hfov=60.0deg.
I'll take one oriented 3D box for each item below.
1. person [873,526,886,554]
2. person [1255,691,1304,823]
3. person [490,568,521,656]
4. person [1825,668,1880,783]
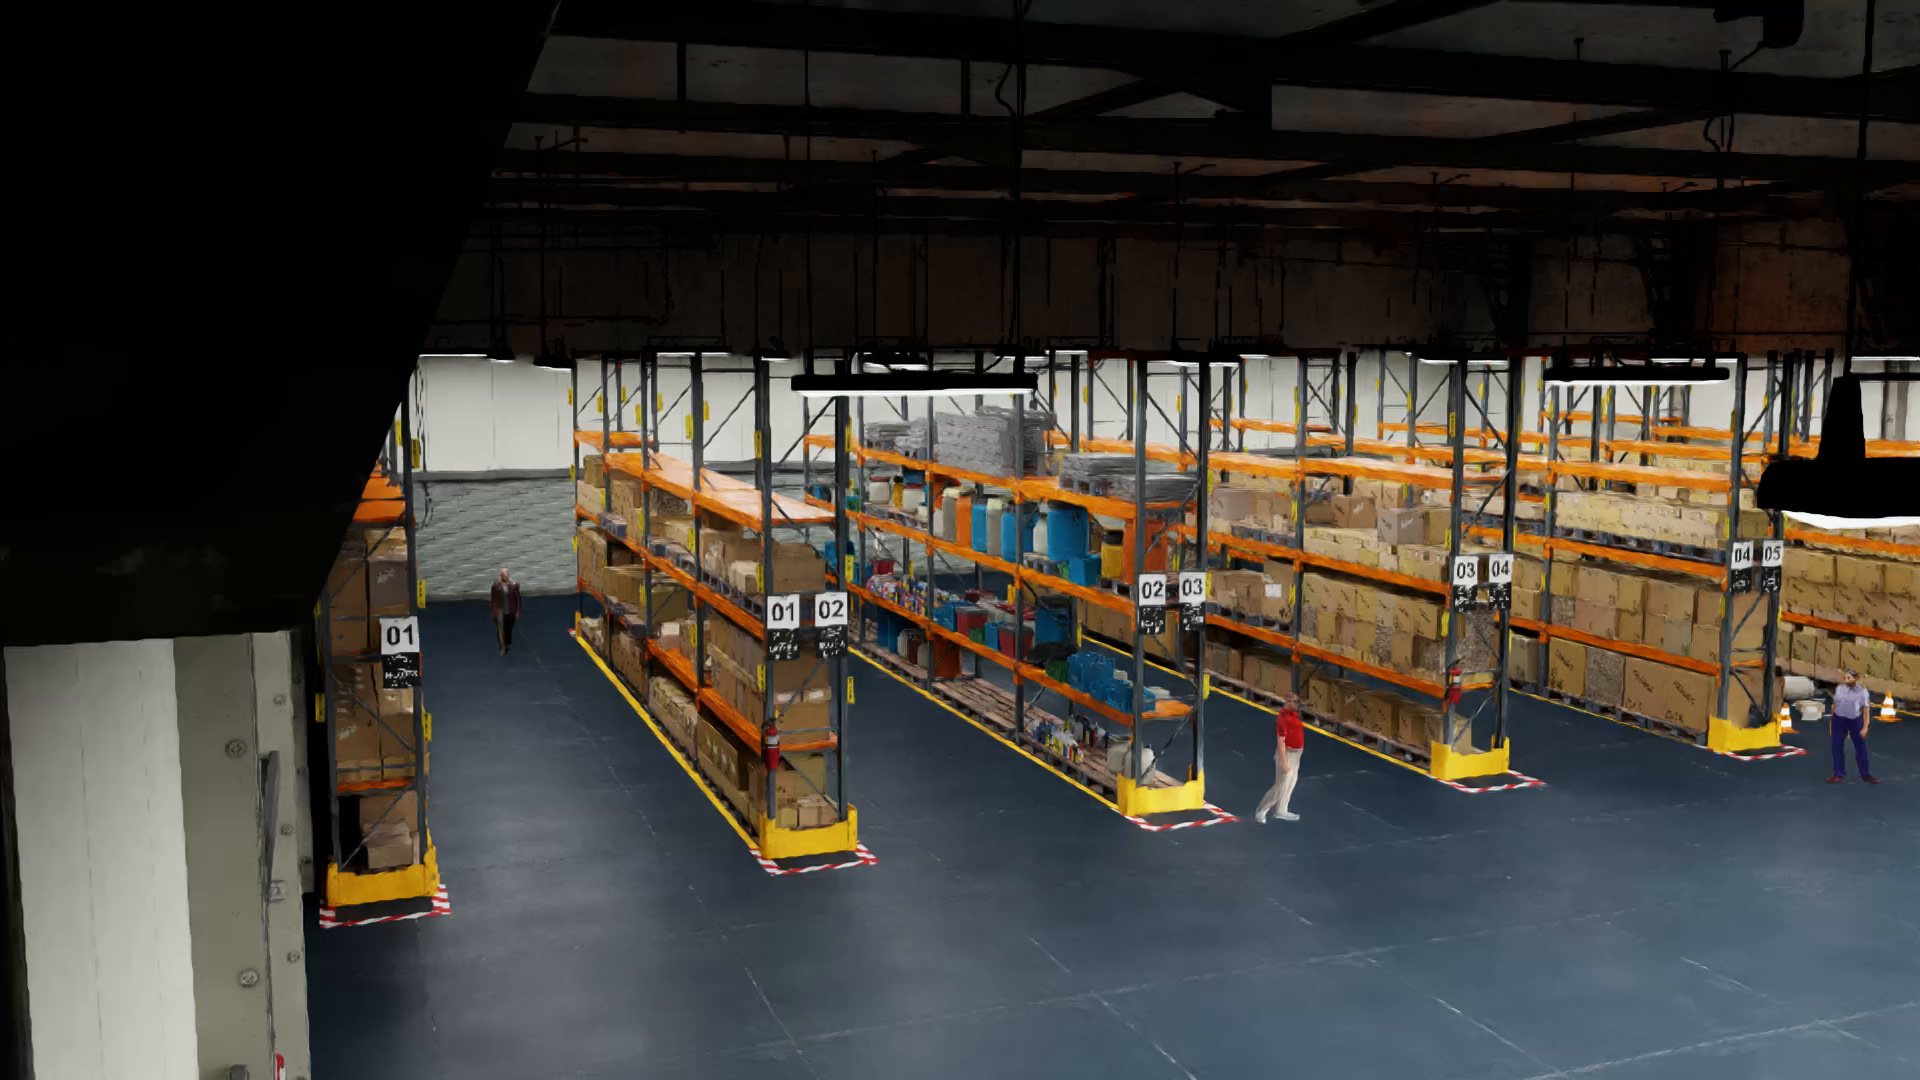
[{"bbox_3d":[-2.133,0.356,41.792,0.457,1.589,0.595,3,8,21],"label":"person"},{"bbox_3d":[4.143,2.812,21.515,0.545,1.719,0.736,4,8,29],"label":"person"},{"bbox_3d":[-8.971,1.483,32.874,0.588,1.509,1.193,-3,8,-23],"label":"person"},{"bbox_3d":[12.634,2.623,23.463,0.686,1.633,0.475,6,9,41],"label":"person"}]
